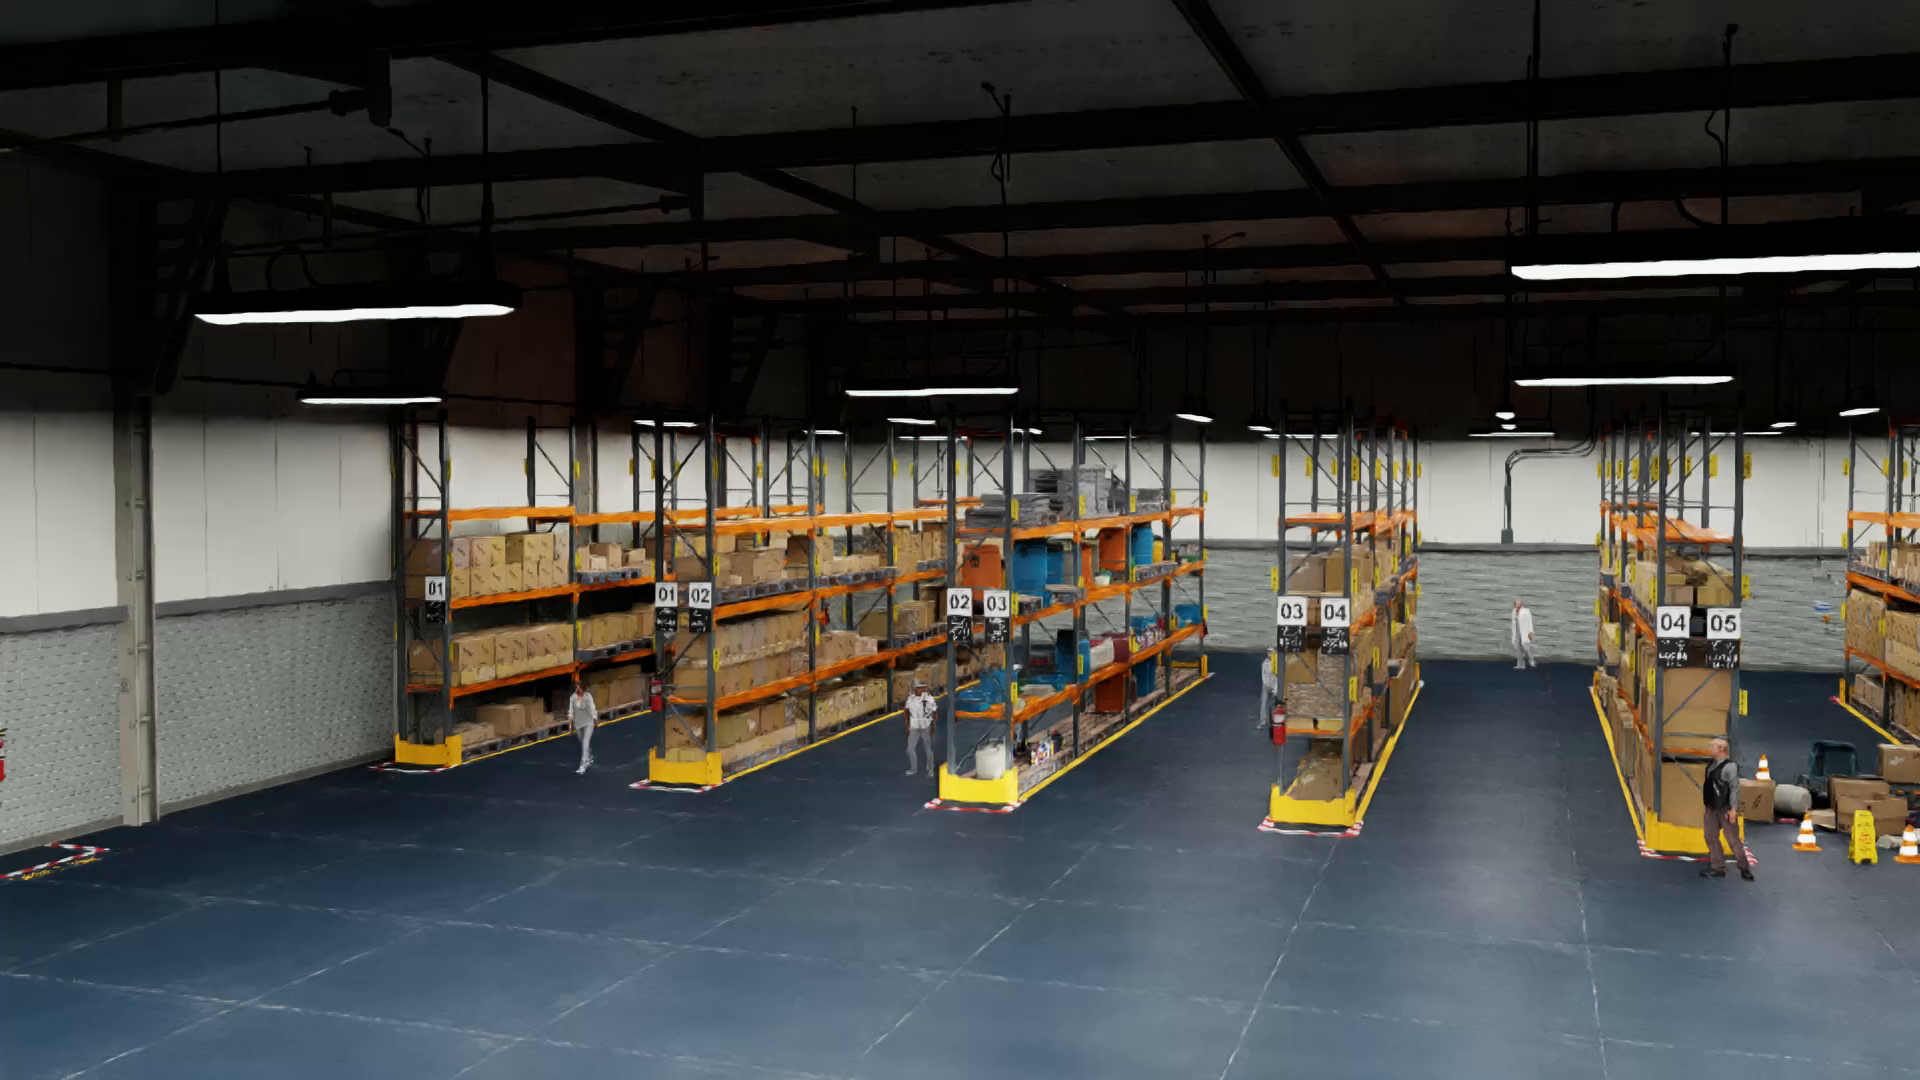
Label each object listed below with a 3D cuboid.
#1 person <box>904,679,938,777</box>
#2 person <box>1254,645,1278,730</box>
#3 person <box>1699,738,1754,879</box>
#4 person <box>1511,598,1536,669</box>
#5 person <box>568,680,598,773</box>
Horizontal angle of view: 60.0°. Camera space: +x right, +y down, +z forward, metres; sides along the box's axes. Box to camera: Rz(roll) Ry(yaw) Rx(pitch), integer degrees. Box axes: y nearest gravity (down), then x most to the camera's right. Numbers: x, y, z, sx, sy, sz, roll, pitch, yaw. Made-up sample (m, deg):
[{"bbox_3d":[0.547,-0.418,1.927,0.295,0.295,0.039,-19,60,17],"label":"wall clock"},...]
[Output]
[{"bbox_3d":[-0.632,3.039,26.992,0.592,1.625,0.531,1,3,17],"label":"person"},{"bbox_3d":[5.986,2.807,31.850,0.479,1.619,0.999,1,3,28],"label":"person"},{"bbox_3d":[9.384,3.280,20.353,0.536,1.713,0.627,0,2,-9],"label":"person"},{"bbox_3d":[14.087,2.340,41.565,0.608,1.769,0.615,-2,3,-36],"label":"person"},{"bbox_3d":[-6.233,3.046,27.462,0.440,1.516,1.016,0,2,9],"label":"person"}]
